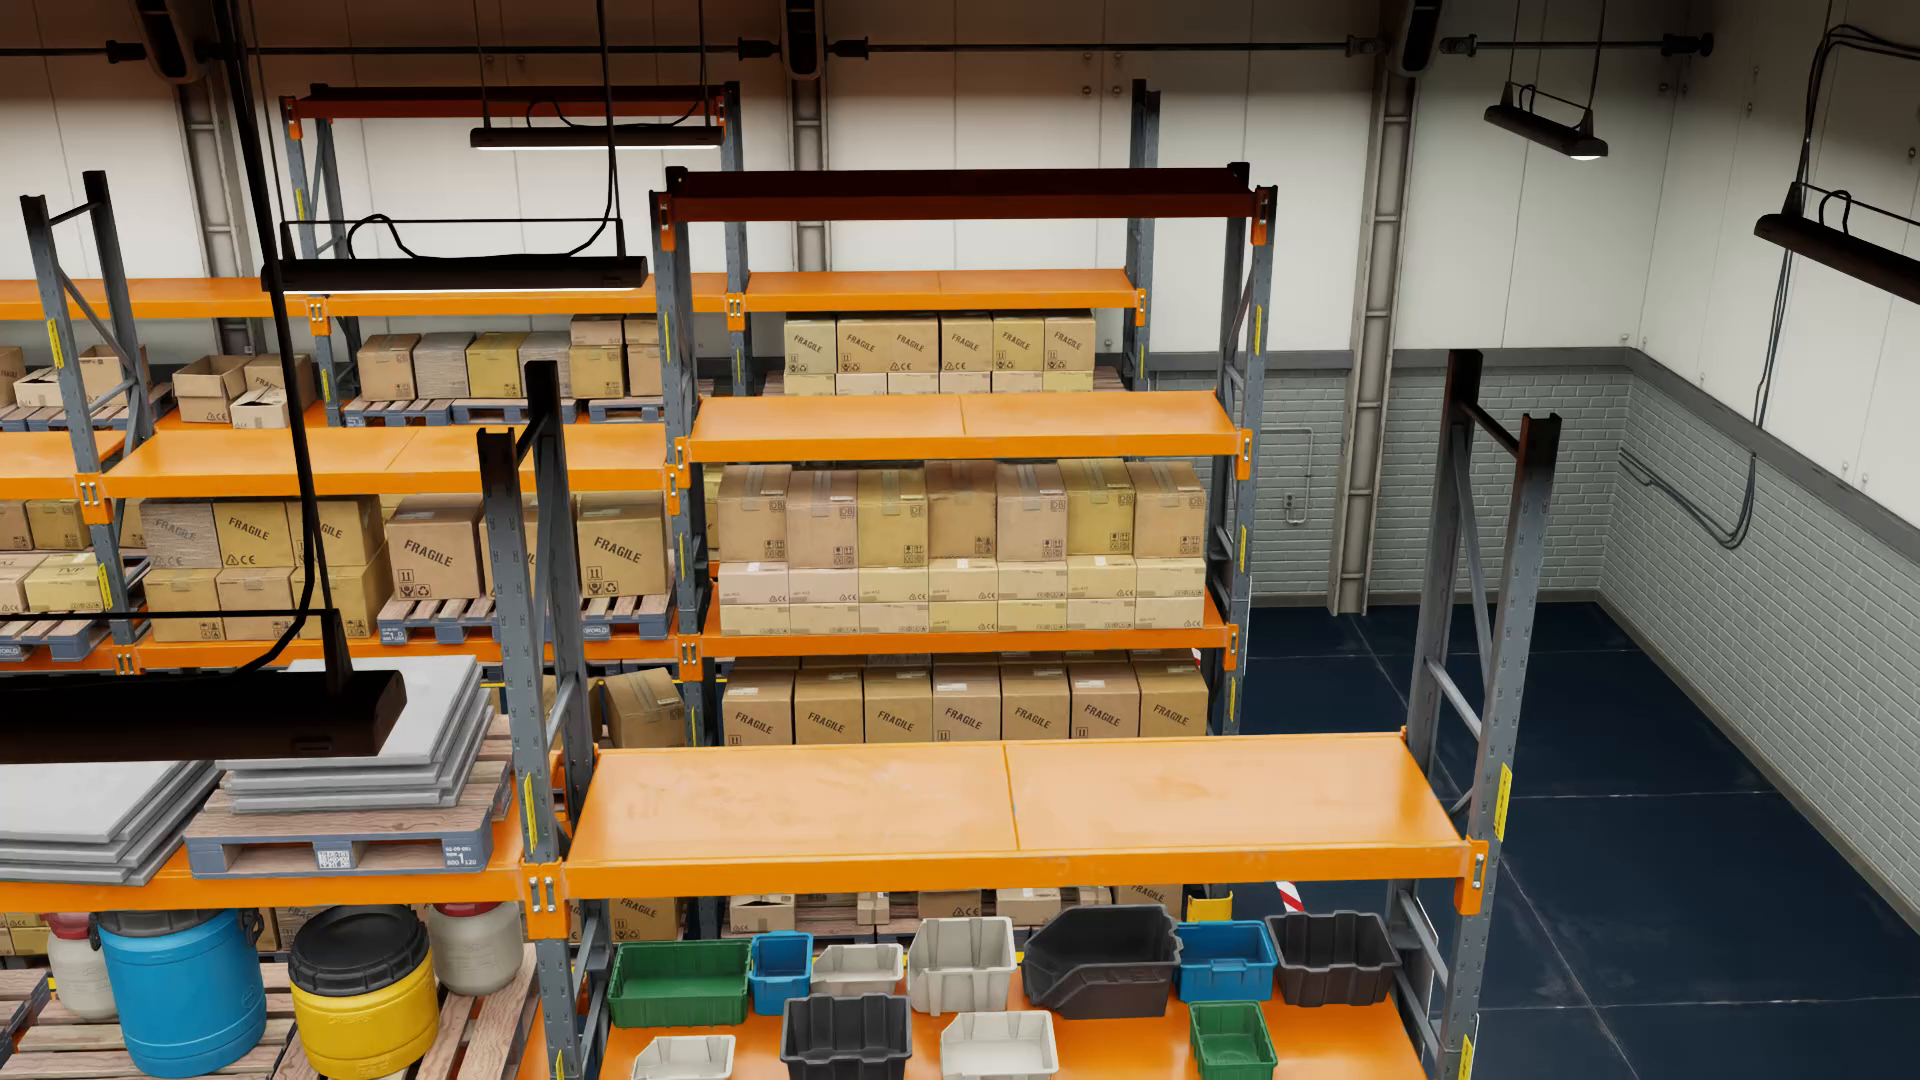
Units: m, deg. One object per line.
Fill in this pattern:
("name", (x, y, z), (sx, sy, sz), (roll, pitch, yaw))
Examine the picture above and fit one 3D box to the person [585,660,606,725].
("person", (-3.295, 1.648, 14.855), (0.637, 1.704, 0.624), (-6, 23, -15))
